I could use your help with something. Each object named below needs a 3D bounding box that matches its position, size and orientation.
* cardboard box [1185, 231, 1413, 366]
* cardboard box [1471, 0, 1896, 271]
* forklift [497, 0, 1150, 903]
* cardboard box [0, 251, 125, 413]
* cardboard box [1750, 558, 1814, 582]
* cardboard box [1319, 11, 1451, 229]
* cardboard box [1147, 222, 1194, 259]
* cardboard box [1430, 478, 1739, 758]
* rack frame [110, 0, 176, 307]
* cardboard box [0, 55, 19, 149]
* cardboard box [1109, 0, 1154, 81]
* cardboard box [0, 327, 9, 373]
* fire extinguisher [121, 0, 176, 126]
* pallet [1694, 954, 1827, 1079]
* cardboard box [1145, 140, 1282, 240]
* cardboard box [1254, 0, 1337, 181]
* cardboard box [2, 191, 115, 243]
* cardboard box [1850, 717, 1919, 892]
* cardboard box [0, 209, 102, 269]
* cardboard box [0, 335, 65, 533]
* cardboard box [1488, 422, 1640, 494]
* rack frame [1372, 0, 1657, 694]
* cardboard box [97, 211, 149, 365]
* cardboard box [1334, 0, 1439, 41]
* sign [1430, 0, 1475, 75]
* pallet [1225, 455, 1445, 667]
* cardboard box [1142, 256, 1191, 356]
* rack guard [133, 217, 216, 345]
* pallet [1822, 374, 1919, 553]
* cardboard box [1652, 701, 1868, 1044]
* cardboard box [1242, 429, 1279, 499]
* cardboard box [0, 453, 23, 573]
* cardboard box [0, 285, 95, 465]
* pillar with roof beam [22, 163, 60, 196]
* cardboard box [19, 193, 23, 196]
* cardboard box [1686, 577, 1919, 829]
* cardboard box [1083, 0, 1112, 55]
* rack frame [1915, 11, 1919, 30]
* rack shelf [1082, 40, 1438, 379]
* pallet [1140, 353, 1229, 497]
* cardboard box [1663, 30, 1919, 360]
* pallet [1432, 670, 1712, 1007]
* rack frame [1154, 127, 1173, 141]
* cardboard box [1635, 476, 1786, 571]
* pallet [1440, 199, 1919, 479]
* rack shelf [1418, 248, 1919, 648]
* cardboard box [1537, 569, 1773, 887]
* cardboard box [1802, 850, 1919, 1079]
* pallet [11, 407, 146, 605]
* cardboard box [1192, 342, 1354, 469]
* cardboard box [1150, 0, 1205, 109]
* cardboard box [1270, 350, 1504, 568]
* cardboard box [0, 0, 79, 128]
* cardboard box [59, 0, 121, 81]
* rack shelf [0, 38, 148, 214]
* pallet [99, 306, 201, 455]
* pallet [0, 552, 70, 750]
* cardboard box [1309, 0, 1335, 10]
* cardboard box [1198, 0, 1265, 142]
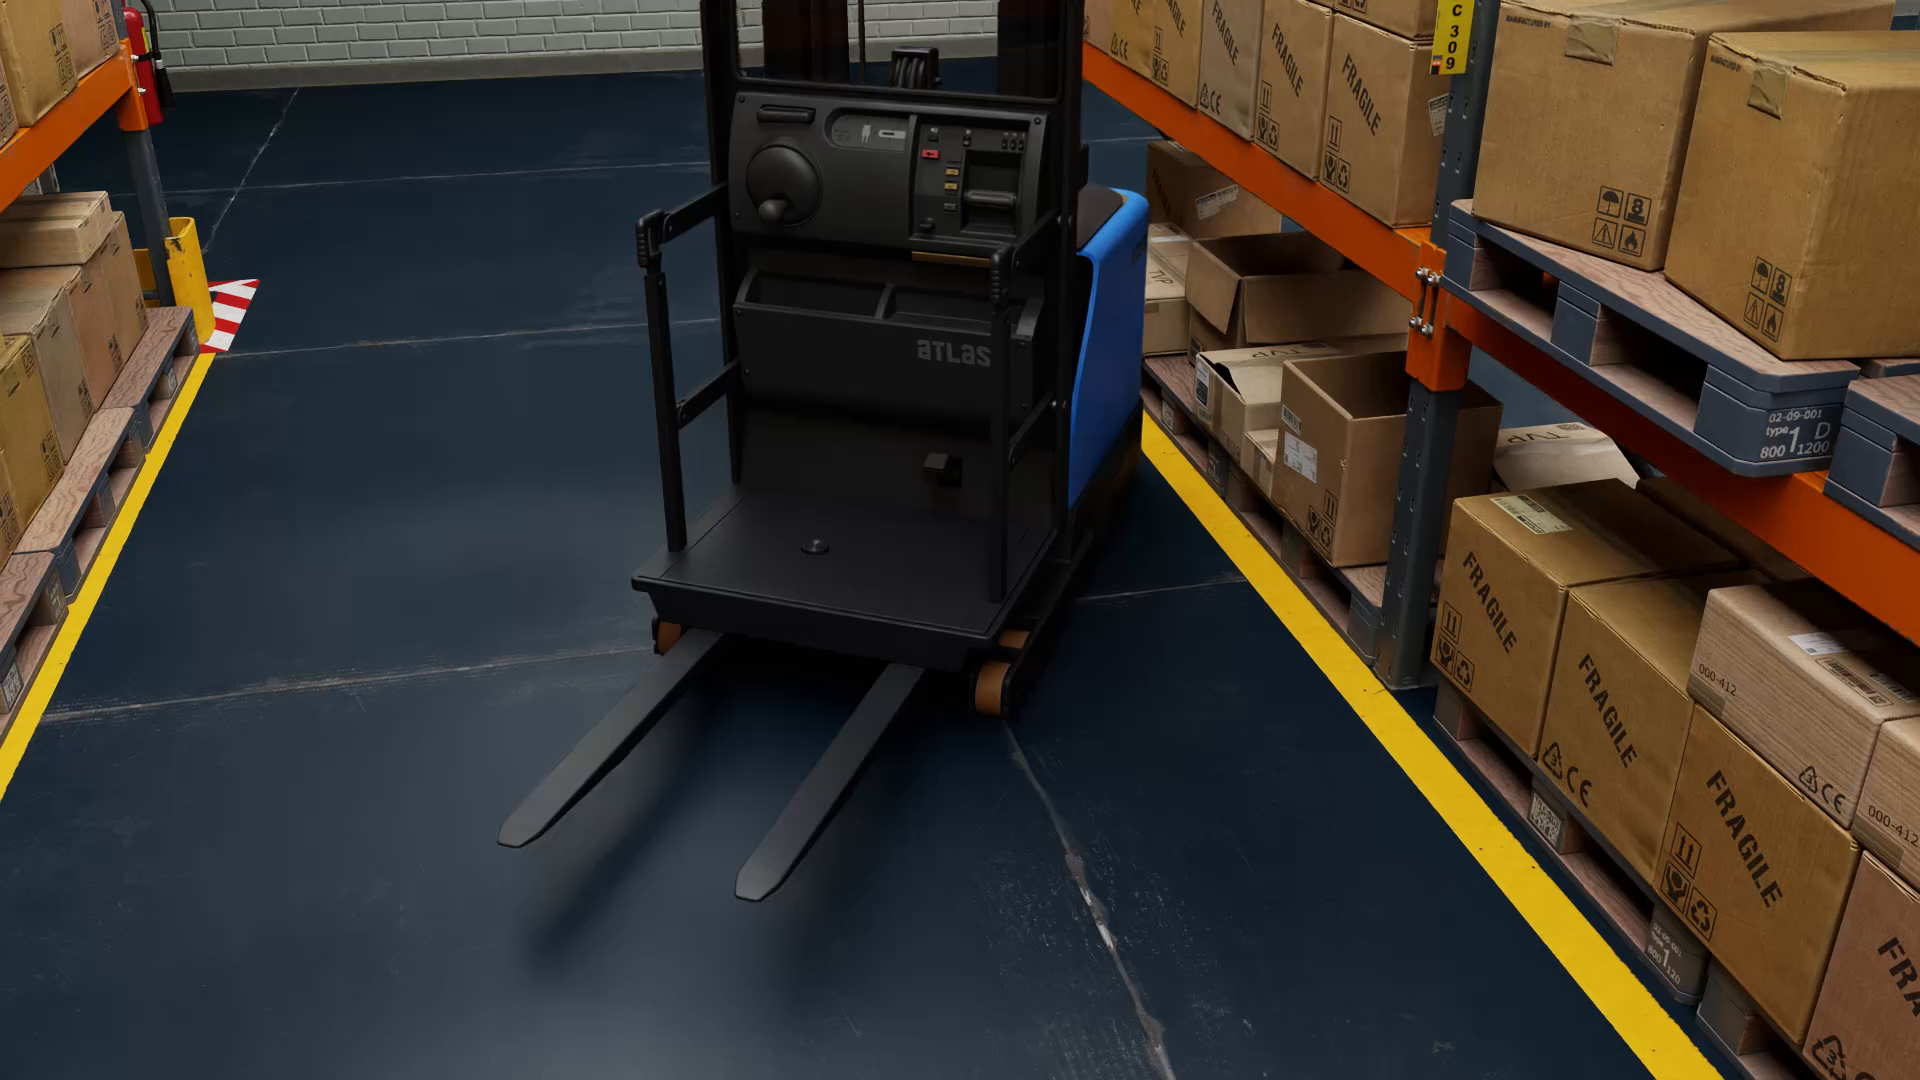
[{"bbox_3d":[1.303,-0.873,6.433,0.797,0.503,0.637,-6,27,-12],"label":"cardboard box"},{"bbox_3d":[1.620,-0.968,3.762,0.700,0.500,0.500,-16,31,-29],"label":"cardboard box"},{"bbox_3d":[-0.280,-1.006,4.490,1.130,2.935,3.031,9,28,17],"label":"forklift"},{"bbox_3d":[-3.628,-0.773,6.260,0.700,0.500,0.500,-6,27,-12],"label":"cardboard box"},{"bbox_3d":[2.225,0.358,3.997,0.500,0.500,0.500,-6,27,-11],"label":"cardboard box"},{"bbox_3d":[1.369,-1.205,4.697,0.500,0.500,0.500,-6,27,-11],"label":"cardboard box"},{"bbox_3d":[0.789,-1.205,7.371,0.500,0.250,0.500,-6,27,-12],"label":"cardboard box"},{"bbox_3d":[1.603,0.190,4.331,0.500,0.500,0.500,-7,28,-14],"label":"cardboard box"},{"bbox_3d":[-3.996,-2.218,6.815,1.000,3.000,0.127,-6,27,-12],"label":"rack frame"},{"bbox_3d":[-3.533,-1.475,5.011,0.980,0.700,0.700,-7,28,-14],"label":"cardboard box"},{"bbox_3d":[0.905,-2.099,6.469,0.500,0.500,0.500,-6,27,-12],"label":"cardboard box"},{"bbox_3d":[-3.180,-0.560,5.118,0.380,0.149,0.250,-7,28,-13],"label":"cardboard box"},{"bbox_3d":[-3.580,-2.130,7.141,0.296,0.674,0.183,-6,27,-12],"label":"fire extinguisher"},{"bbox_3d":[2.230,1.168,3.201,1.003,0.211,1.213,-6,27,-12],"label":"pallet"},{"bbox_3d":[1.192,-1.589,7.856,0.500,0.500,0.500,-6,27,-12],"label":"cardboard box"},{"bbox_3d":[1.251,-1.431,5.145,0.500,0.500,0.500,-5,27,-10],"label":"cardboard box"},{"bbox_3d":[-3.534,-1.244,6.474,0.380,0.149,0.250,-6,27,-12],"label":"cardboard box"},{"bbox_3d":[1.942,0.514,2.856,0.500,0.250,0.500,-6,27,-13],"label":"cardboard box"},{"bbox_3d":[-3.476,-1.132,6.252,0.380,0.149,0.250,-5,27,-10],"label":"cardboard box"},{"bbox_3d":[-3.386,-0.319,5.360,0.700,0.500,0.500,-5,27,-10],"label":"cardboard box"},{"bbox_3d":[1.847,-0.169,5.252,0.500,0.311,0.500,-6,27,-12],"label":"cardboard box"},{"bbox_3d":[1.731,-0.967,4.336,1.000,3.000,0.127,-6,27,-12],"label":"rack frame"},{"bbox_3d":[-3.740,-0.992,6.695,0.700,0.500,0.500,-6,27,-12],"label":"cardboard box"},{"bbox_3d":[1.365,-1.653,4.476,0.500,0.500,0.500,-6,27,-11],"label":"cardboard box"},{"bbox_3d":[1.204,-1.295,4.025,0.100,0.325,0.005,-6,27,-12],"label":"sign"},{"bbox_3d":[1.577,-0.023,5.562,1.003,0.211,1.213,-6,27,-12],"label":"pallet"},{"bbox_3d":[0.901,-0.985,6.936,0.500,0.250,0.500,-6,27,-12],"label":"cardboard box"},{"bbox_3d":[-4.001,-1.113,7.400,1.175,0.500,0.348,-6,27,-12],"label":"rack guard"},{"bbox_3d":[2.190,0.022,2.591,1.003,0.211,1.213,-6,27,-12],"label":"pallet"},{"bbox_3d":[1.839,0.643,3.433,0.500,0.500,0.500,-6,27,-11],"label":"cardboard box"},{"bbox_3d":[1.184,-0.270,5.632,0.380,0.149,0.250,-6,27,-12],"label":"cardboard box"},{"bbox_3d":[-3.273,-0.093,4.914,0.700,0.500,0.500,-6,27,-12],"label":"cardboard box"},{"bbox_3d":[-3.514,-0.552,5.823,0.700,0.500,0.500,-7,28,-13],"label":"cardboard box"},{"bbox_3d":[-1.253,-6.431,8.504,9.100,9.000,0.400,-6,27,-12],"label":"pillar with roof beam"},{"bbox_3d":[-3.963,-1.317,6.618,0.380,0.149,0.250,-6,27,-11],"label":"cardboard box"},{"bbox_3d":[1.828,0.294,3.292,0.500,0.250,0.500,-6,27,-11],"label":"cardboard box"},{"bbox_3d":[0.794,-2.320,6.906,0.500,0.500,0.500,-6,27,-12],"label":"cardboard box"},{"bbox_3d":[5.657,-3.224,8.809,1.000,3.000,0.127,-6,27,-12],"label":"rack frame"},{"bbox_3d":[1.281,-1.523,6.238,1.077,0.370,4.000,-6,27,-12],"label":"rack shelf"},{"bbox_3d":[1.299,-0.560,6.625,1.003,0.211,1.213,-6,27,-12],"label":"pallet"},{"bbox_3d":[1.837,-0.673,3.177,0.700,0.500,0.500,-2,27,-3],"label":"cardboard box"},{"bbox_3d":[1.951,0.632,4.265,1.003,0.211,1.213,-6,27,-12],"label":"pallet"},{"bbox_3d":[0.830,-2.723,7.815,1.000,3.000,0.127,-6,27,-12],"label":"rack frame"},{"bbox_3d":[2.122,0.140,4.429,0.500,0.500,0.500,-6,27,-12],"label":"cardboard box"},{"bbox_3d":[1.805,-0.519,3.662,1.003,0.211,1.213,-6,27,-12],"label":"pallet"},{"bbox_3d":[2.182,0.233,2.759,1.077,0.370,4.000,-6,27,-12],"label":"rack shelf"},{"bbox_3d":[1.734,0.423,3.869,0.500,0.500,0.500,-6,27,-11],"label":"cardboard box"},{"bbox_3d":[1.953,0.865,2.993,0.500,0.500,0.500,-7,28,-14],"label":"cardboard box"},{"bbox_3d":[-3.468,-0.095,5.705,1.003,0.211,1.213,-6,27,-12],"label":"pallet"},{"bbox_3d":[1.157,-0.513,5.934,0.500,0.311,0.500,-6,27,-12],"label":"cardboard box"},{"bbox_3d":[1.016,-1.880,6.034,0.500,0.500,0.500,-6,27,-11],"label":"cardboard box"},{"bbox_3d":[1.327,-0.268,5.239,0.500,0.500,0.500,-6,27,-12],"label":"cardboard box"},{"bbox_3d":[-3.696,-1.811,5.676,0.980,0.700,0.700,-6,27,-12],"label":"cardboard box"},{"bbox_3d":[-3.871,-2.129,6.306,0.980,0.700,0.700,-5,27,-9],"label":"cardboard box"},{"bbox_3d":[-3.545,-1.019,5.238,1.077,0.370,4.000,-6,27,-12],"label":"rack shelf"},{"bbox_3d":[-3.739,-0.630,6.764,1.003,0.211,1.213,-6,27,-12],"label":"pallet"},{"bbox_3d":[-3.189,0.441,4.642,1.003,0.211,1.213,-6,27,-12],"label":"pallet"},{"bbox_3d":[1.247,-1.878,4.921,0.500,0.500,0.500,-6,27,-13],"label":"cardboard box"},{"bbox_3d":[1.133,-1.656,5.591,0.500,0.500,0.500,-5,27,-10],"label":"cardboard box"}]
